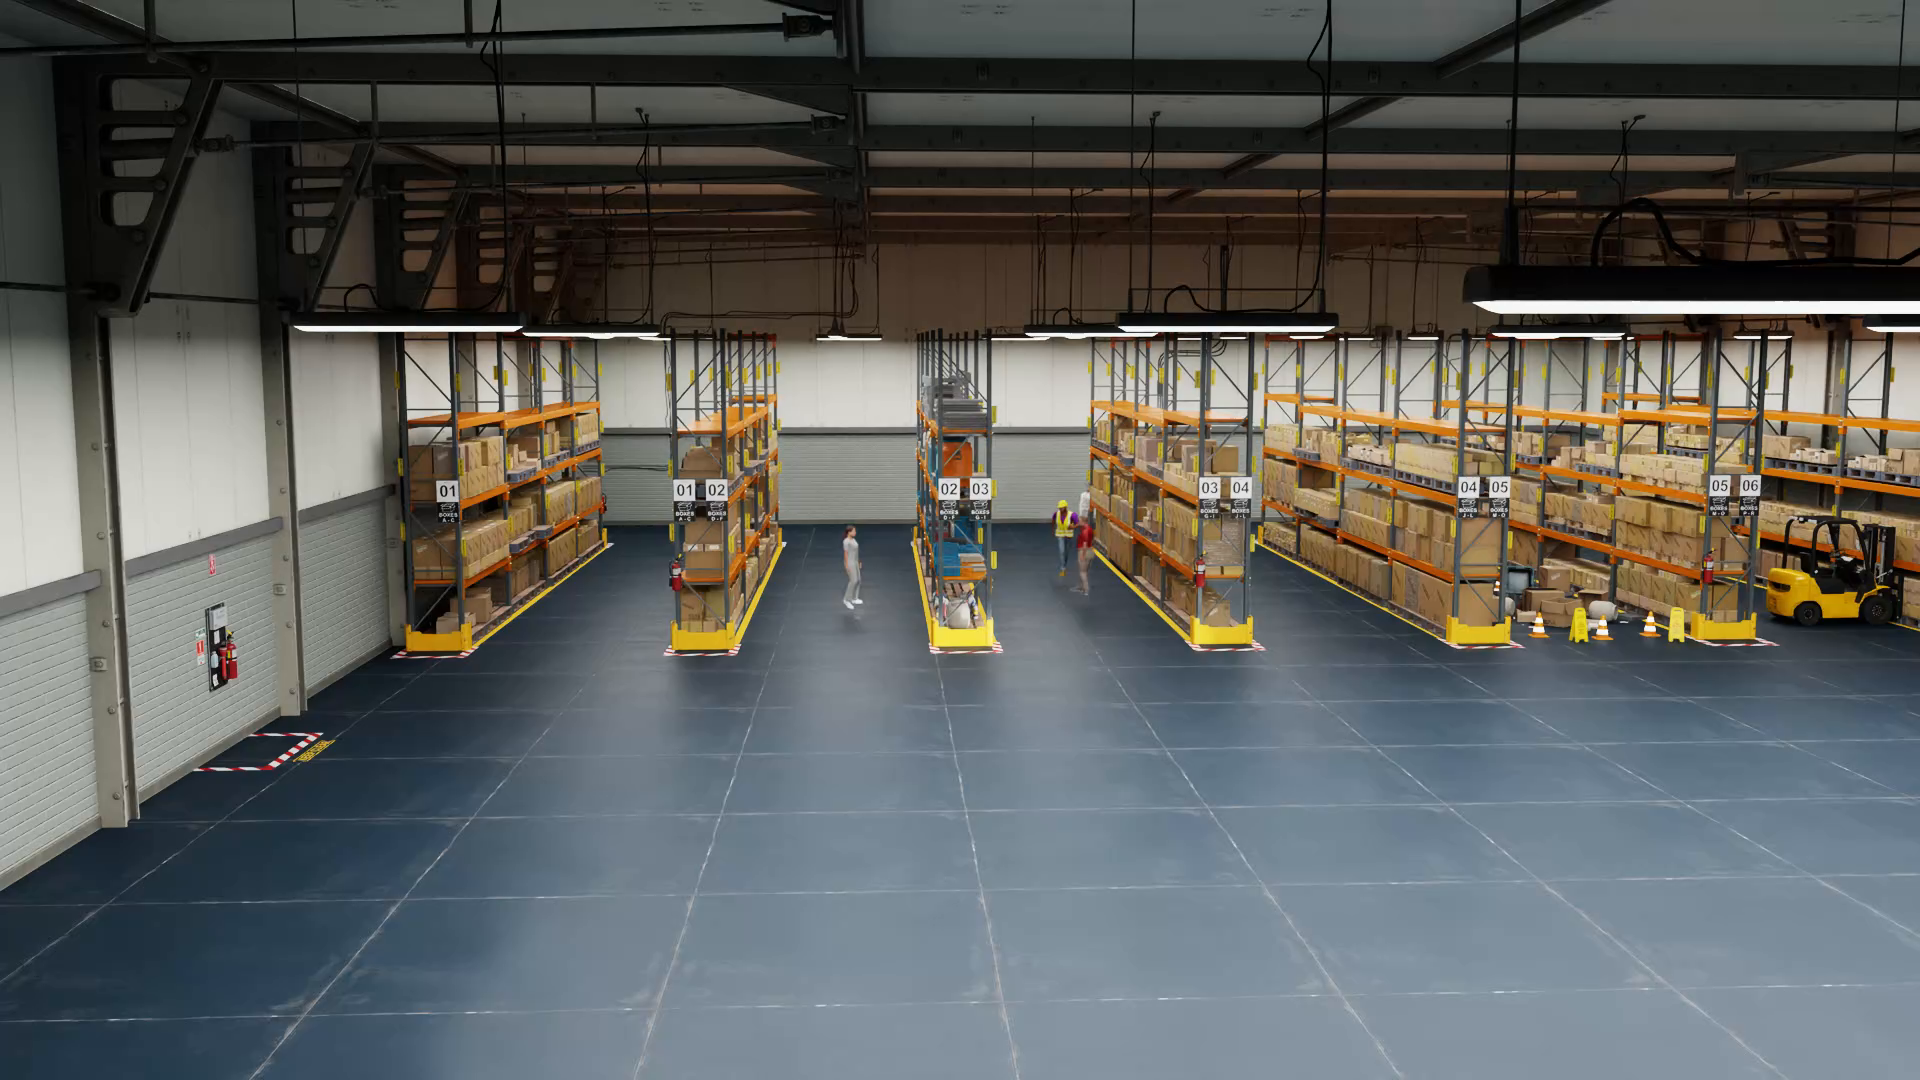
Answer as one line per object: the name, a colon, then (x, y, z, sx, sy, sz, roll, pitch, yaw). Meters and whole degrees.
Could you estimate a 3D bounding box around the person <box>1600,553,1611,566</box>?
person: (16.768, -0.162, 43.117, 0.383, 1.672, 0.519, 2, 7, 17)

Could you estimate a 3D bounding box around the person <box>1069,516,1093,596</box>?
person: (2.600, 0.323, 36.161, 0.620, 1.719, 0.583, 3, 8, 27)

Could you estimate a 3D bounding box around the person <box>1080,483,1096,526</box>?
person: (3.791, -0.837, 48.682, 0.510, 1.668, 0.548, -4, 8, -31)

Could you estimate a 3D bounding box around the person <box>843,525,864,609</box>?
person: (-2.252, 0.546, 34.814, 0.380, 1.732, 0.501, 2, 7, 17)

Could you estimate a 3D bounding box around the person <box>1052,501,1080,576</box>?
person: (2.514, -0.028, 38.950, 0.640, 1.799, 0.988, 0, 7, -4)
